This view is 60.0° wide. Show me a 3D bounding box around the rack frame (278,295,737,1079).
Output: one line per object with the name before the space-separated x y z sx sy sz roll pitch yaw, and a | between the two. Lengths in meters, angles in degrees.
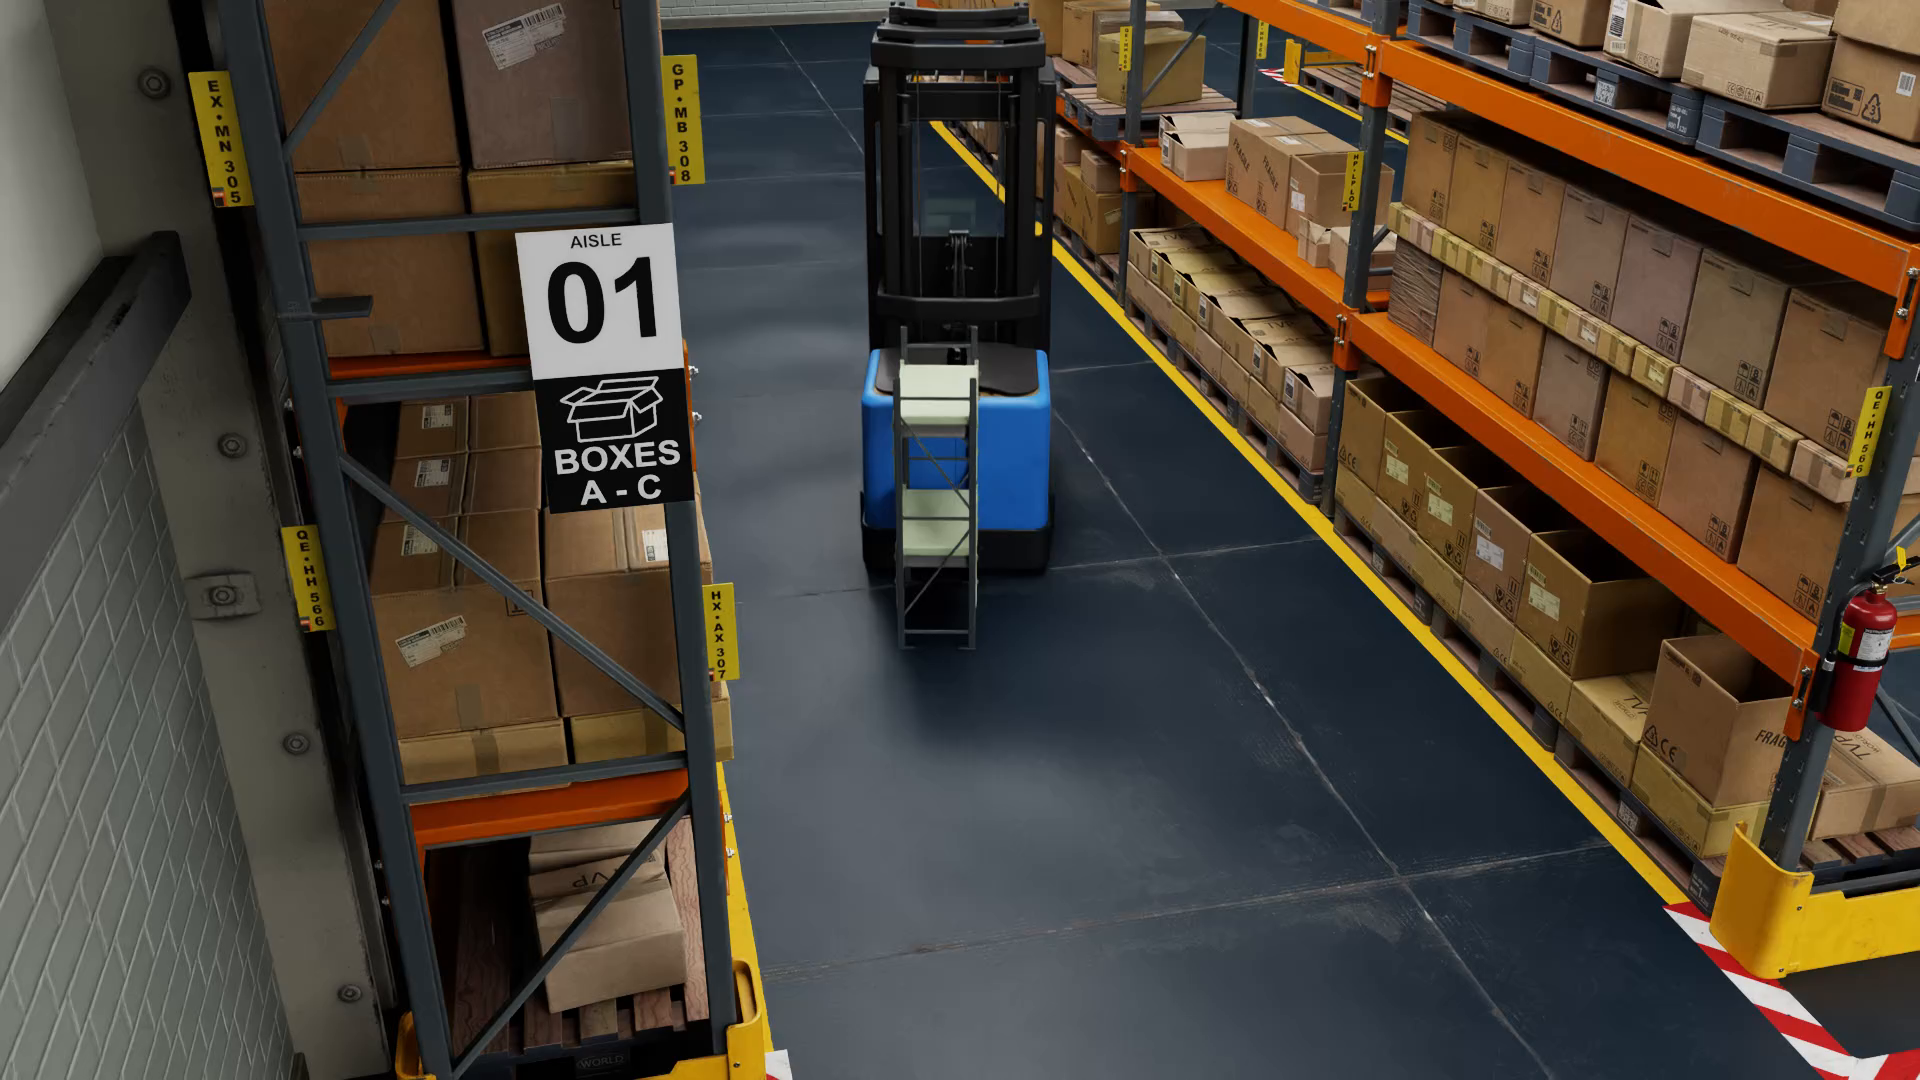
rack frame | -1.239 0.717 5.000 1.000 3.000 0.127 -6 27 -12

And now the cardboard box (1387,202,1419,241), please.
cardboard box | 2.557 -1.740 9.038 0.380 0.149 0.250 -6 27 -12

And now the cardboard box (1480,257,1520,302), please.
cardboard box | 2.788 -1.292 8.150 0.380 0.149 0.250 -7 28 -13

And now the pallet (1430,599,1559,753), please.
pallet | 3.102 0.591 8.344 1.003 0.211 1.213 -6 27 -12

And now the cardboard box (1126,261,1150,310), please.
cardboard box | 1.615 -2.000 12.969 0.500 0.250 0.500 -6 27 -12

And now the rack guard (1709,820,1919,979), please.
rack guard | 3.592 1.339 6.543 1.175 0.500 0.348 -6 27 -12

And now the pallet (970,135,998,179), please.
pallet | 0.728 -4.112 17.663 1.003 0.211 1.213 -6 27 -12

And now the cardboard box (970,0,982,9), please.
cardboard box | 0.402 -5.520 17.246 0.500 0.500 0.500 -5 27 -10

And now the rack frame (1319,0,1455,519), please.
rack frame | 2.685 -1.544 9.479 1.000 3.000 0.127 -6 27 -12

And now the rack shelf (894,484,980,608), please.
rack shelf | -0.114 0.022 8.765 0.431 0.370 0.720 0 27 1

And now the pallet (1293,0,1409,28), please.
pallet | 2.473 -3.183 9.611 0.805 0.209 1.217 -7 28 -14

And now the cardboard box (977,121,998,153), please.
cardboard box | 0.477 -4.357 17.340 0.500 0.500 0.500 -6 27 -12

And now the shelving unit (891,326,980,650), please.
shelving unit | -0.114 -0.269 8.618 0.431 1.500 0.755 0 27 1

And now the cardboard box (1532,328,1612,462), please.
cardboard box | 3.142 -0.718 7.732 0.700 0.500 0.500 -5 27 -10

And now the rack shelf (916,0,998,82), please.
rack shelf | 0.431 -5.612 18.339 1.077 0.370 4.000 -6 27 -12

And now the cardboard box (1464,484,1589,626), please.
cardboard box | 2.824 0.055 8.065 0.500 0.500 0.500 -6 27 -12

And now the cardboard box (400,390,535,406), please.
cardboard box | -1.890 -0.415 6.554 0.500 0.500 0.500 -6 27 -11

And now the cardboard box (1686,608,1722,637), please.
cardboard box | 3.568 0.440 7.302 0.500 0.500 0.500 -6 27 -12

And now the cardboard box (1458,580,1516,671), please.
cardboard box | 2.828 0.390 8.234 0.500 0.250 0.500 -6 27 -12

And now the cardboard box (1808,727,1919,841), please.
cardboard box | 3.682 0.994 7.036 0.500 0.250 0.500 -6 27 -12

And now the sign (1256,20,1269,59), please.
sign | 2.323 -3.874 12.812 0.100 0.325 0.005 -6 27 -12

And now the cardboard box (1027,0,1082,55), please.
cardboard box | 0.988 -4.762 15.278 0.700 0.500 0.500 -2 27 -3

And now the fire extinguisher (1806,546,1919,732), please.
fire extinguisher | 3.160 0.346 5.821 0.296 0.674 0.183 -6 27 -12

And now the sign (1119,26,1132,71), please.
sign | 1.257 -3.722 12.598 0.100 0.325 0.005 -6 27 -12

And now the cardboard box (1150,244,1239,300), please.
cardboard box | 1.742 -2.020 12.387 0.500 0.311 0.500 -7 28 -13

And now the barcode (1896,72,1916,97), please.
barcode | 3.048 -1.469 5.359 0.001 0.075 0.075 -6 27 -12

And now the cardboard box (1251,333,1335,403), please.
cardboard box | 2.191 -1.130 10.624 0.500 0.311 0.500 -5 27 -10

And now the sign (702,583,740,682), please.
sign | -0.710 0.275 4.915 0.100 0.325 0.005 -6 27 -12

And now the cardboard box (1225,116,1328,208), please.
cardboard box | 2.177 -2.609 11.480 0.500 0.500 0.500 -7 28 -14

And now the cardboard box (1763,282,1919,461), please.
cardboard box | 3.482 -0.641 6.140 0.700 0.500 0.500 -6 27 -11

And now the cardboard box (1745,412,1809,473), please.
cardboard box | 3.254 -0.385 6.353 0.380 0.149 0.250 -5 27 -10

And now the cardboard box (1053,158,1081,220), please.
cardboard box | 1.103 -3.224 15.094 0.500 0.500 0.500 -7 28 -14

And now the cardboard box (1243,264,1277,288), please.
cardboard box | 2.376 -1.856 12.060 0.500 0.311 0.500 -6 27 -12

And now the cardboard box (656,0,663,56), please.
cardboard box | -1.153 -1.541 4.902 0.500 0.500 0.500 -6 27 -12

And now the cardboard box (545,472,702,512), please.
cardboard box | -1.156 -0.018 5.768 0.500 0.500 0.500 -6 27 -11

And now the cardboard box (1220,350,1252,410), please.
cardboard box | 2.081 -1.103 11.192 0.500 0.250 0.500 -5 27 -10

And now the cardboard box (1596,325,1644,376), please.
cardboard box | 3.021 -0.838 7.251 0.380 0.149 0.250 -5 27 -10

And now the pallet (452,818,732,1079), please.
pallet | -1.405 1.568 6.408 1.003 0.211 1.213 -6 27 -12

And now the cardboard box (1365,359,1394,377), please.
cardboard box | 2.834 -0.961 10.287 0.500 0.311 0.500 -6 27 -11

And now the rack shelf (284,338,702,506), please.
rack shelf | -1.690 -1.179 6.226 1.077 0.370 4.000 -6 27 -12

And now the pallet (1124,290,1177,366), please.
pallet | 1.931 -1.689 12.863 1.003 0.211 1.213 -6 27 -12

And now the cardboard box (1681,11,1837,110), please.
cardboard box | 3.070 -1.788 6.180 0.500 0.250 0.500 -6 27 -12

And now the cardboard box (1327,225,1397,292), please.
cardboard box | 2.531 -1.688 9.932 0.500 0.250 0.500 -4 27 -8

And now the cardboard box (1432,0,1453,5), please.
cardboard box | 2.541 -2.929 8.163 0.500 0.500 0.500 -4 27 -7

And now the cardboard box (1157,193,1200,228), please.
cardboard box | 1.959 -2.609 13.876 0.500 0.500 0.500 -5 27 -9

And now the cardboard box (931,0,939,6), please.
cardboard box | -0.055 -6.409 19.007 0.500 0.500 0.500 -6 27 -12

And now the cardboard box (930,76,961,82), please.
cardboard box | -0.061 -5.293 19.472 0.500 0.250 0.500 -6 27 -12

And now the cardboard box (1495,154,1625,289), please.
cardboard box | 3.018 -1.532 7.905 0.700 0.500 0.500 -6 27 -12

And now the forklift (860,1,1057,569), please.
forklift | 0.003 -1.768 10.001 1.130 2.935 3.031 0 27 1

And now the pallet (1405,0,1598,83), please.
pallet | 2.902 -2.471 8.087 1.003 0.211 1.213 -6 27 -12
